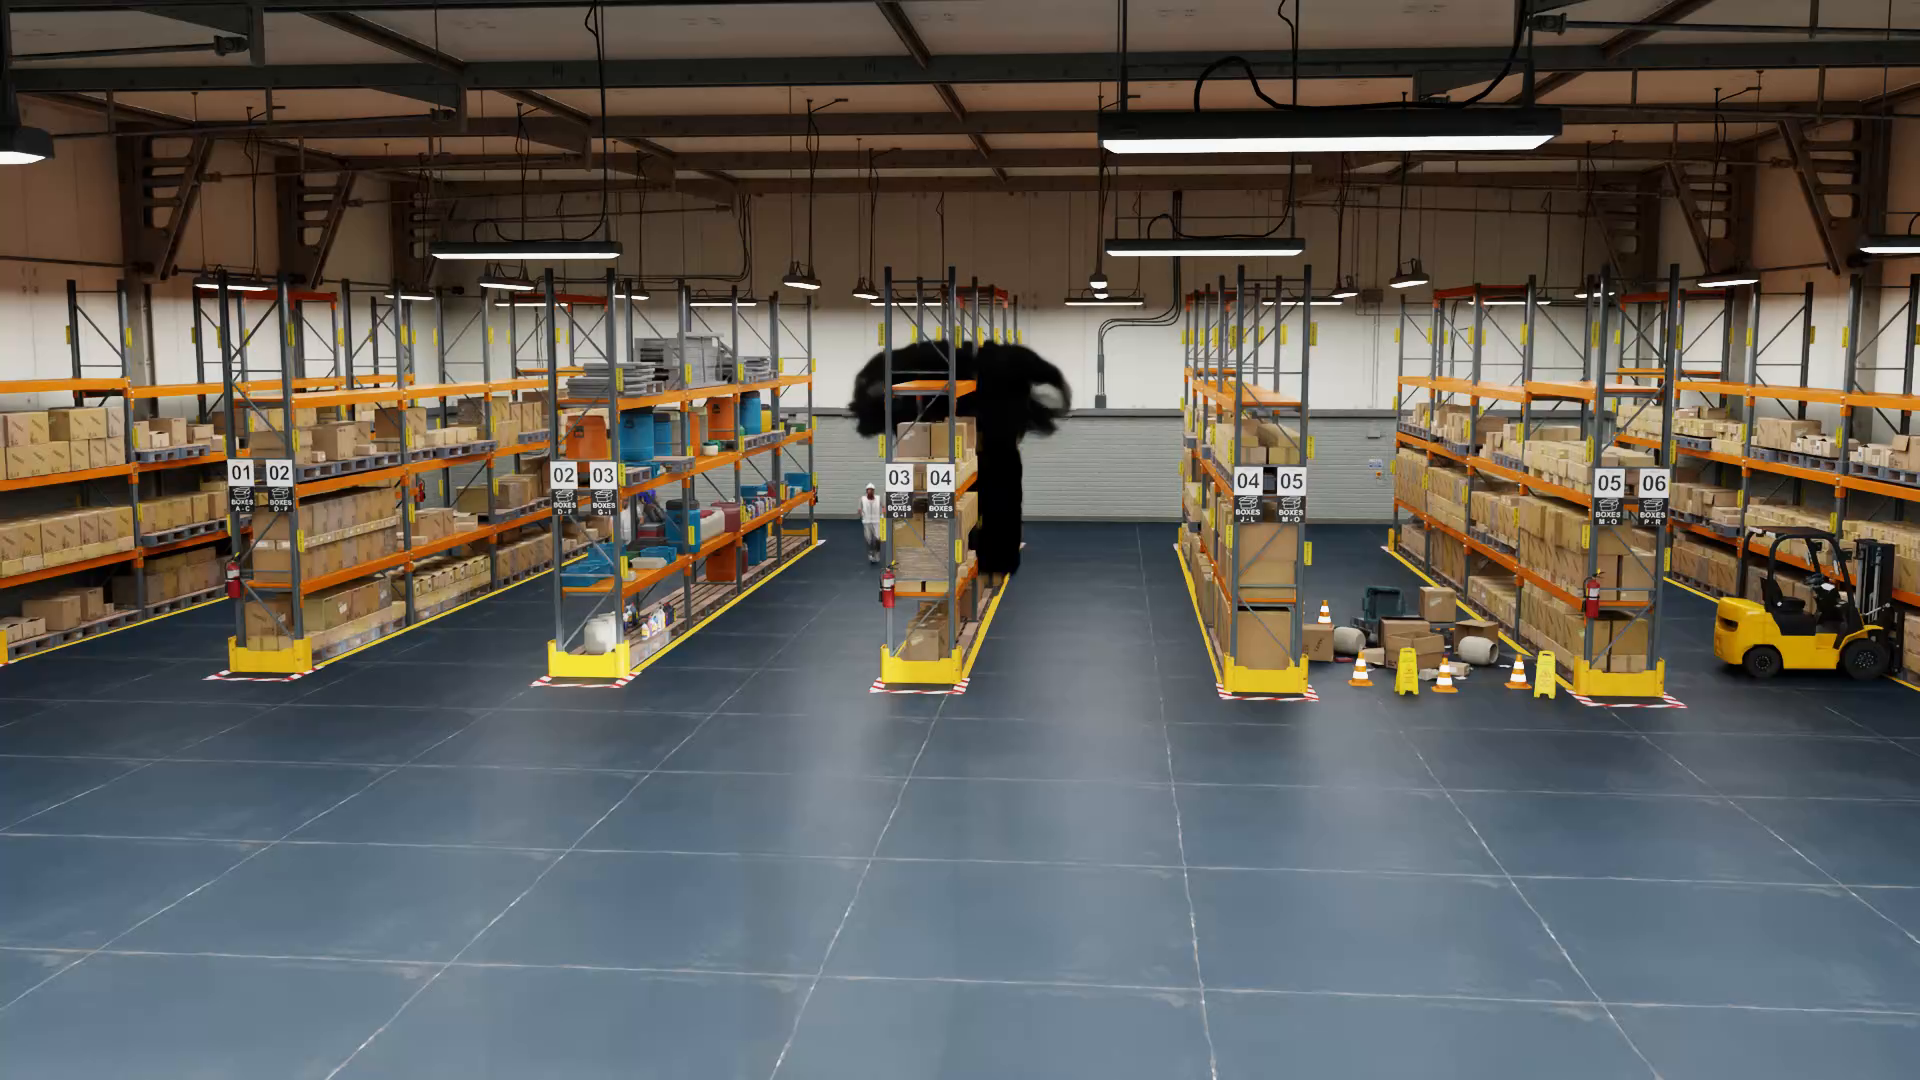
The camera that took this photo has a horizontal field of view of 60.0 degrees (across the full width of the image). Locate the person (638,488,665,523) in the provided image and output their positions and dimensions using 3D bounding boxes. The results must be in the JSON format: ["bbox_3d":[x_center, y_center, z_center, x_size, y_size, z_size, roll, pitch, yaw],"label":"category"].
[{"bbox_3d":[-7.729,-0.803,41.818,0.533,1.469,0.757,6,9,39],"label":"person"}]

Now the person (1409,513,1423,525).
[{"bbox_3d":[11.099,-0.677,40.149,0.490,1.651,0.686,4,8,29],"label":"person"}]

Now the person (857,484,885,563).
[{"bbox_3d":[-1.963,-0.367,37.014,0.654,1.771,0.671,0,7,-2],"label":"person"}]

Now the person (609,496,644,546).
[{"bbox_3d":[-6.440,-0.043,32.097,0.651,1.792,0.822,0,7,0],"label":"person"}]
